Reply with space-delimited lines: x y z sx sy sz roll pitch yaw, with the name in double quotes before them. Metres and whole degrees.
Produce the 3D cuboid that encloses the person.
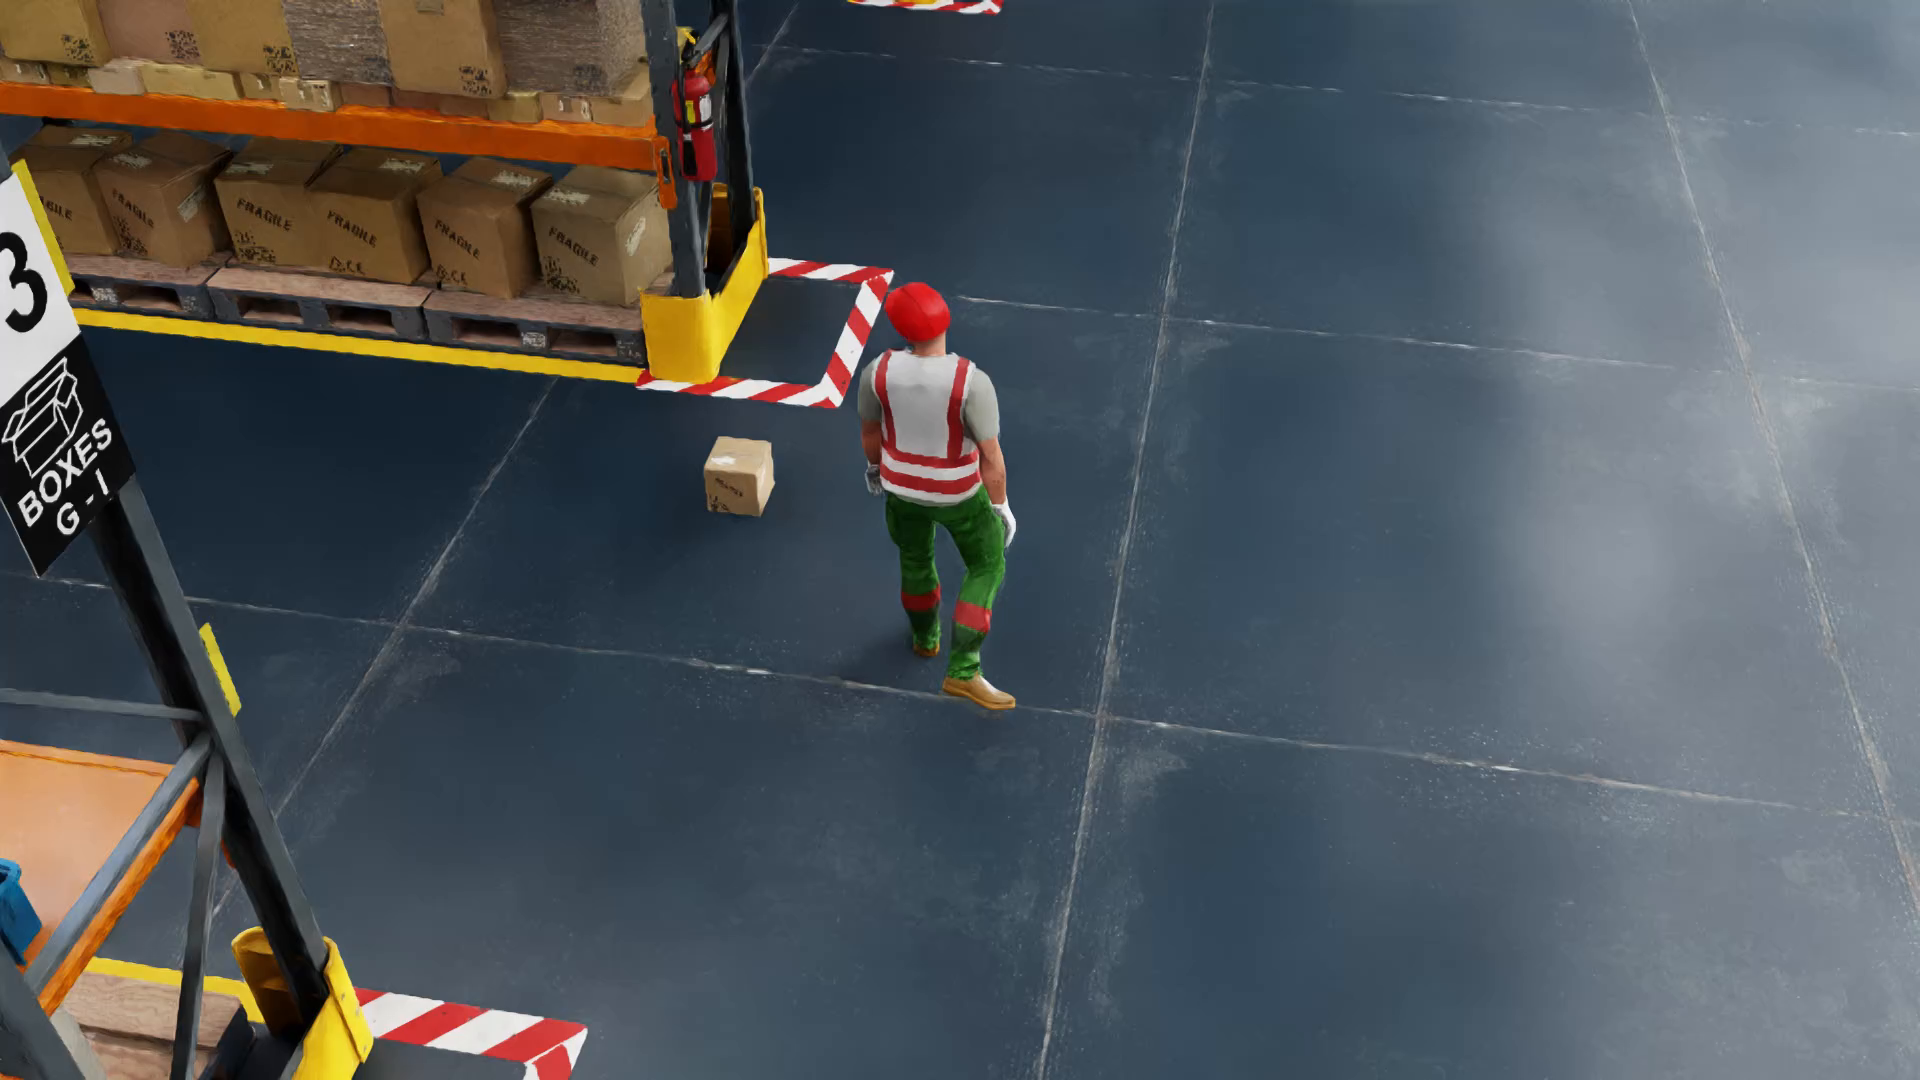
"person" -0.060 -0.151 6.319 0.737 1.786 0.628 12 42 14
